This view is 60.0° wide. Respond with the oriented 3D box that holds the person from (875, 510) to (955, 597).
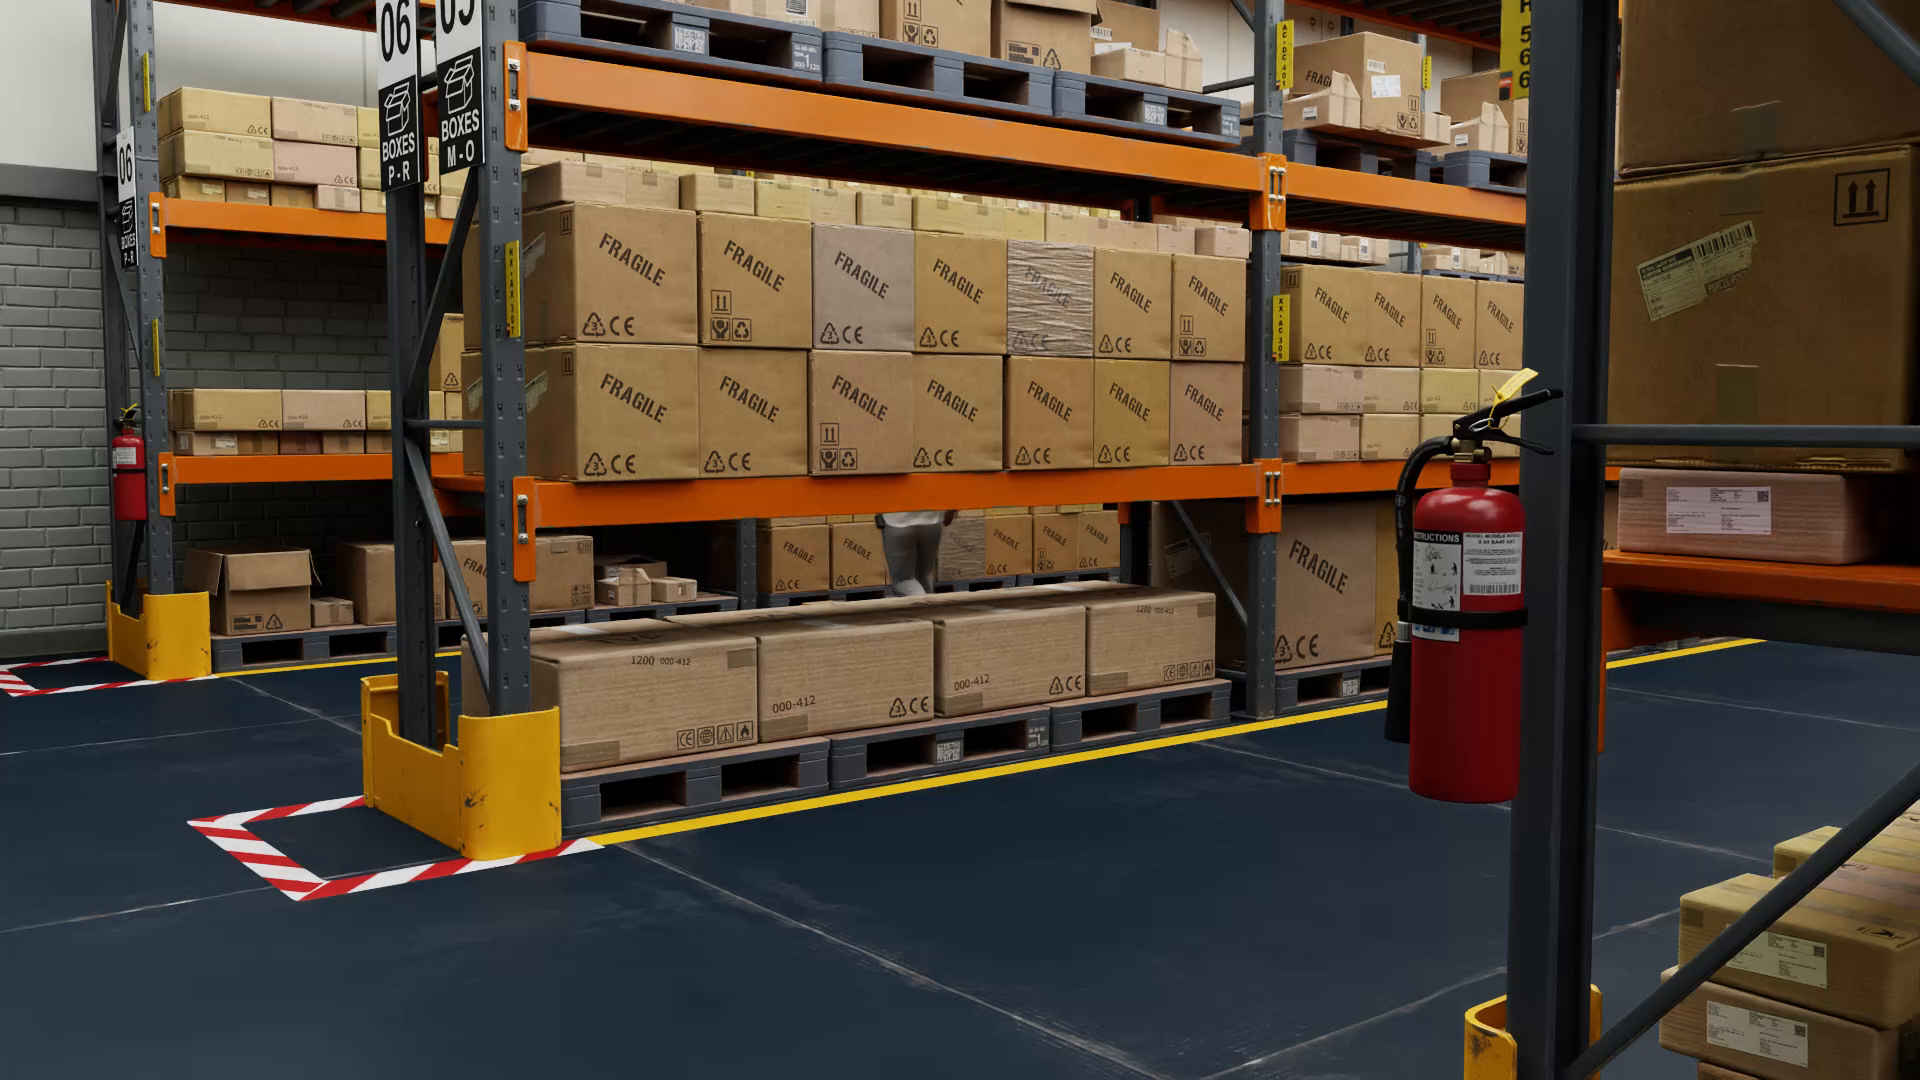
[{"bbox_3d":[-0.351,-0.121,10.878,0.724,1.741,0.764,-2,5,-20],"label":"person"}]
